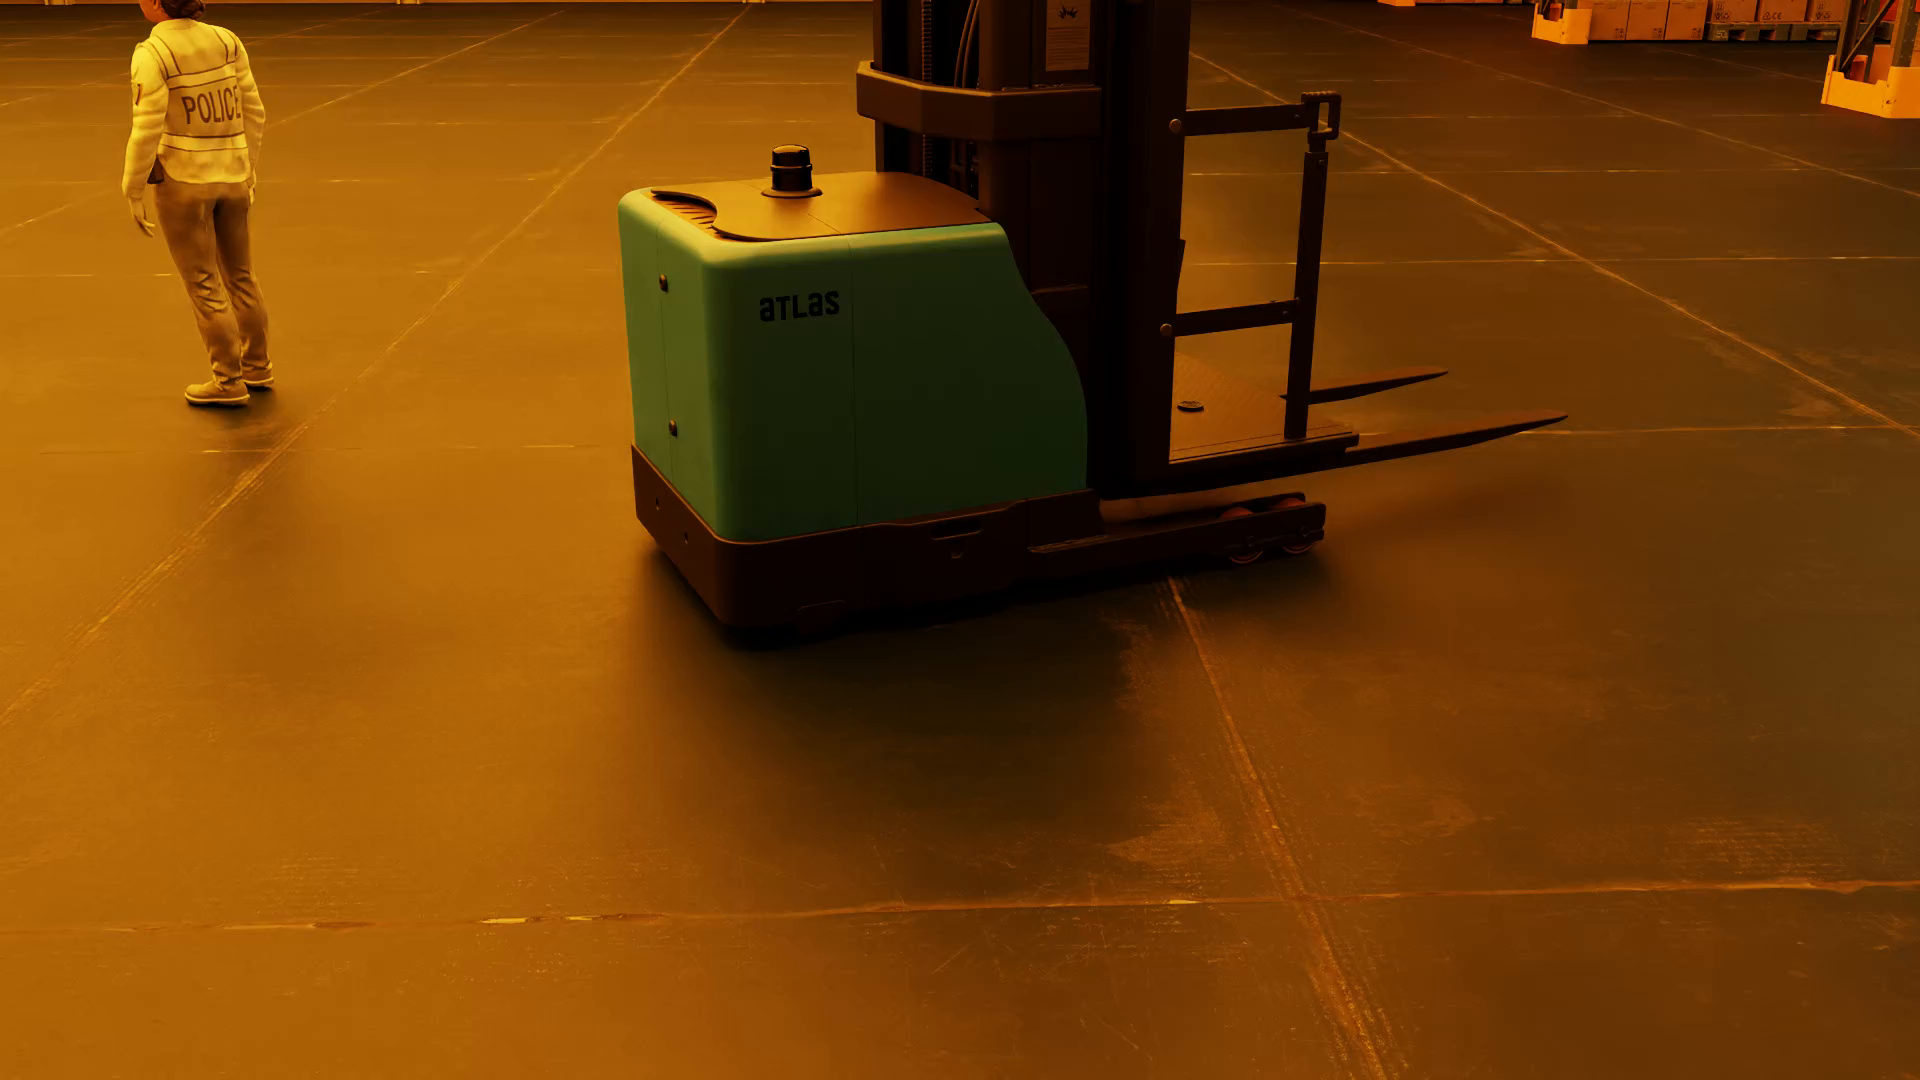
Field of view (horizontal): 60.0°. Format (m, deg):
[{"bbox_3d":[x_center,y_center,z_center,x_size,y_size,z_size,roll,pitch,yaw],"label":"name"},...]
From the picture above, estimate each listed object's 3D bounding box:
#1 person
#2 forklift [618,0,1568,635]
[{"bbox_3d":[-2.894,-1.338,6.242,0.532,1.695,0.587,11,24,26],"label":"person"},{"bbox_3d":[0.552,-1.458,4.875,3.031,2.935,1.130,-10,23,-23],"label":"forklift"}]
